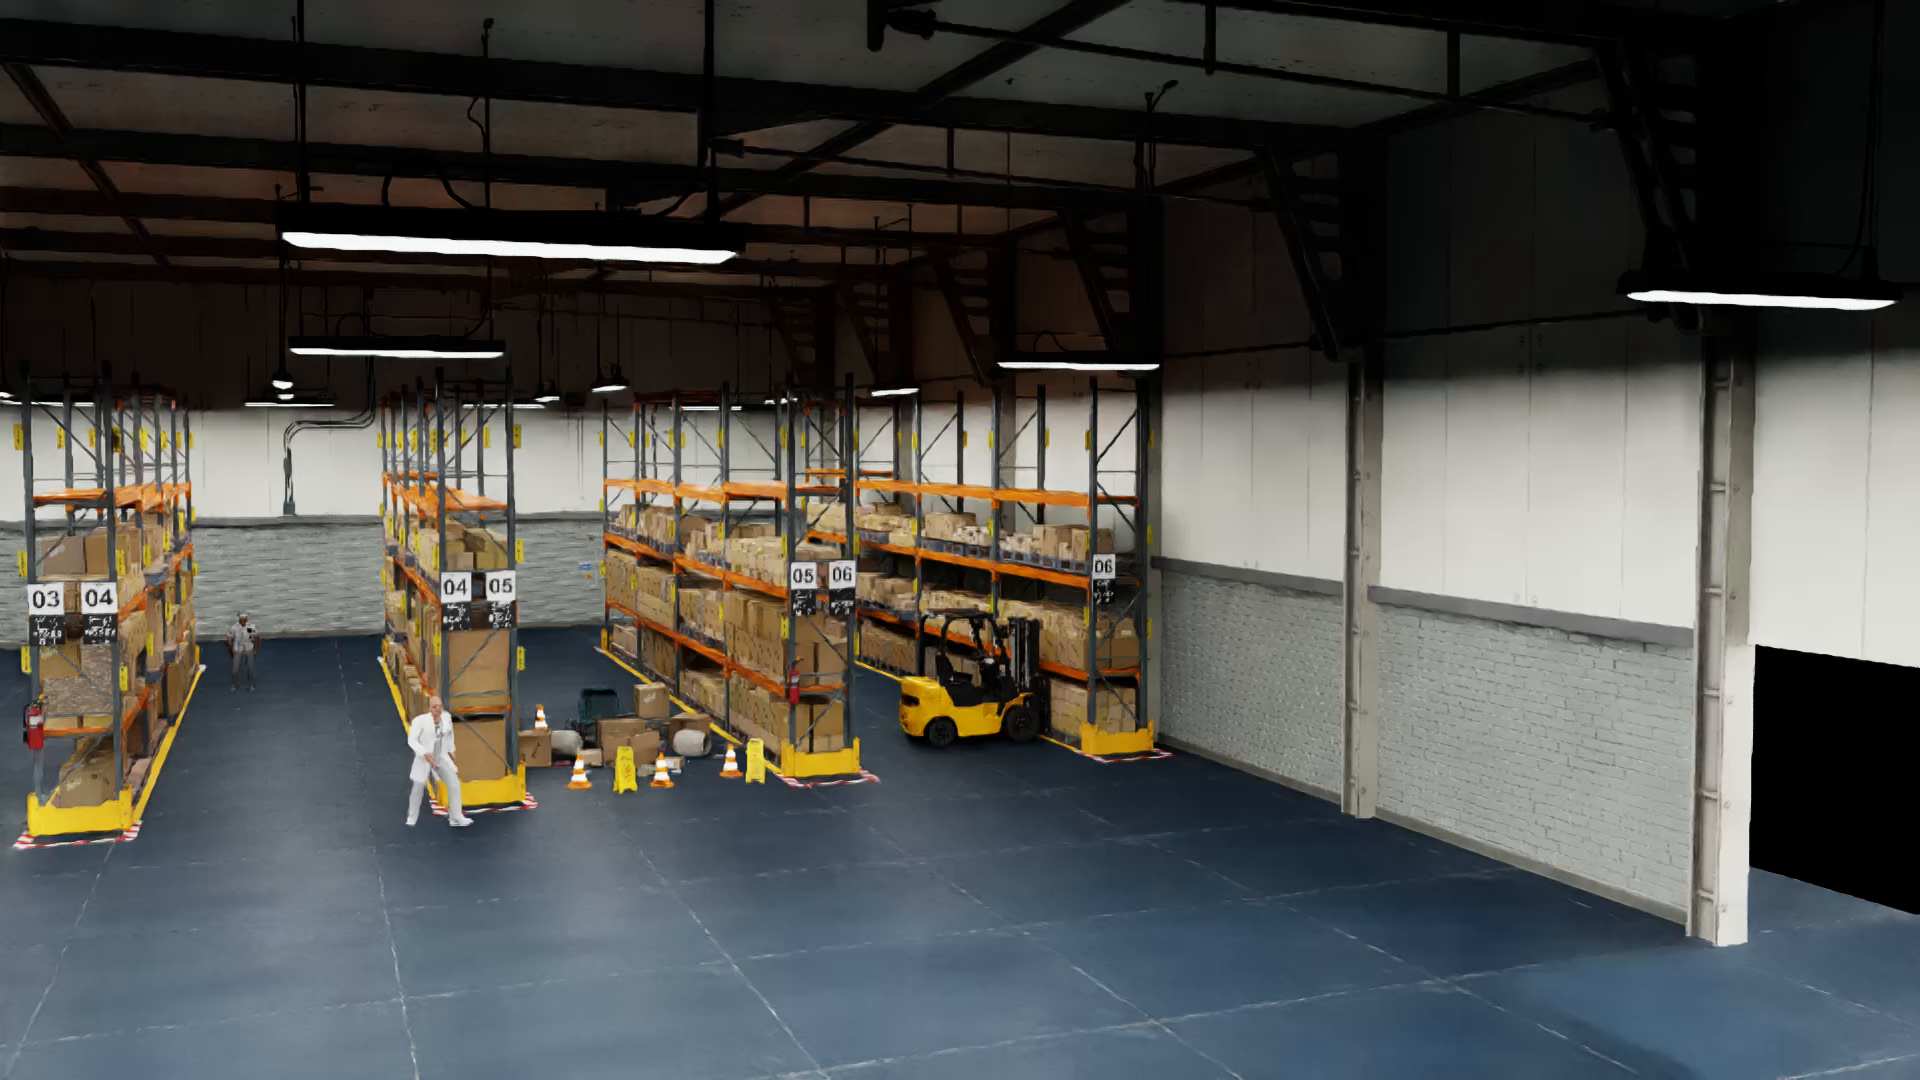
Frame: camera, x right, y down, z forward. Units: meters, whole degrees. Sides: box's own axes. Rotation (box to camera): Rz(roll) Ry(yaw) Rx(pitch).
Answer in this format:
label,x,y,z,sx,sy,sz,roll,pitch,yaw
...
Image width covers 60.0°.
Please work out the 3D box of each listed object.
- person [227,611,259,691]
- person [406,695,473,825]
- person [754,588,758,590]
label,x,y,z,sx,sy,sz,roll,pitch,yaw
person,-14.271,2.204,33.117,0.592,1.630,0.526,-2,4,-25
person,-6.816,2.839,21.506,0.724,1.713,0.901,-3,4,-38
person,-4.745,1.823,39.002,0.568,1.639,0.636,-1,3,-9
